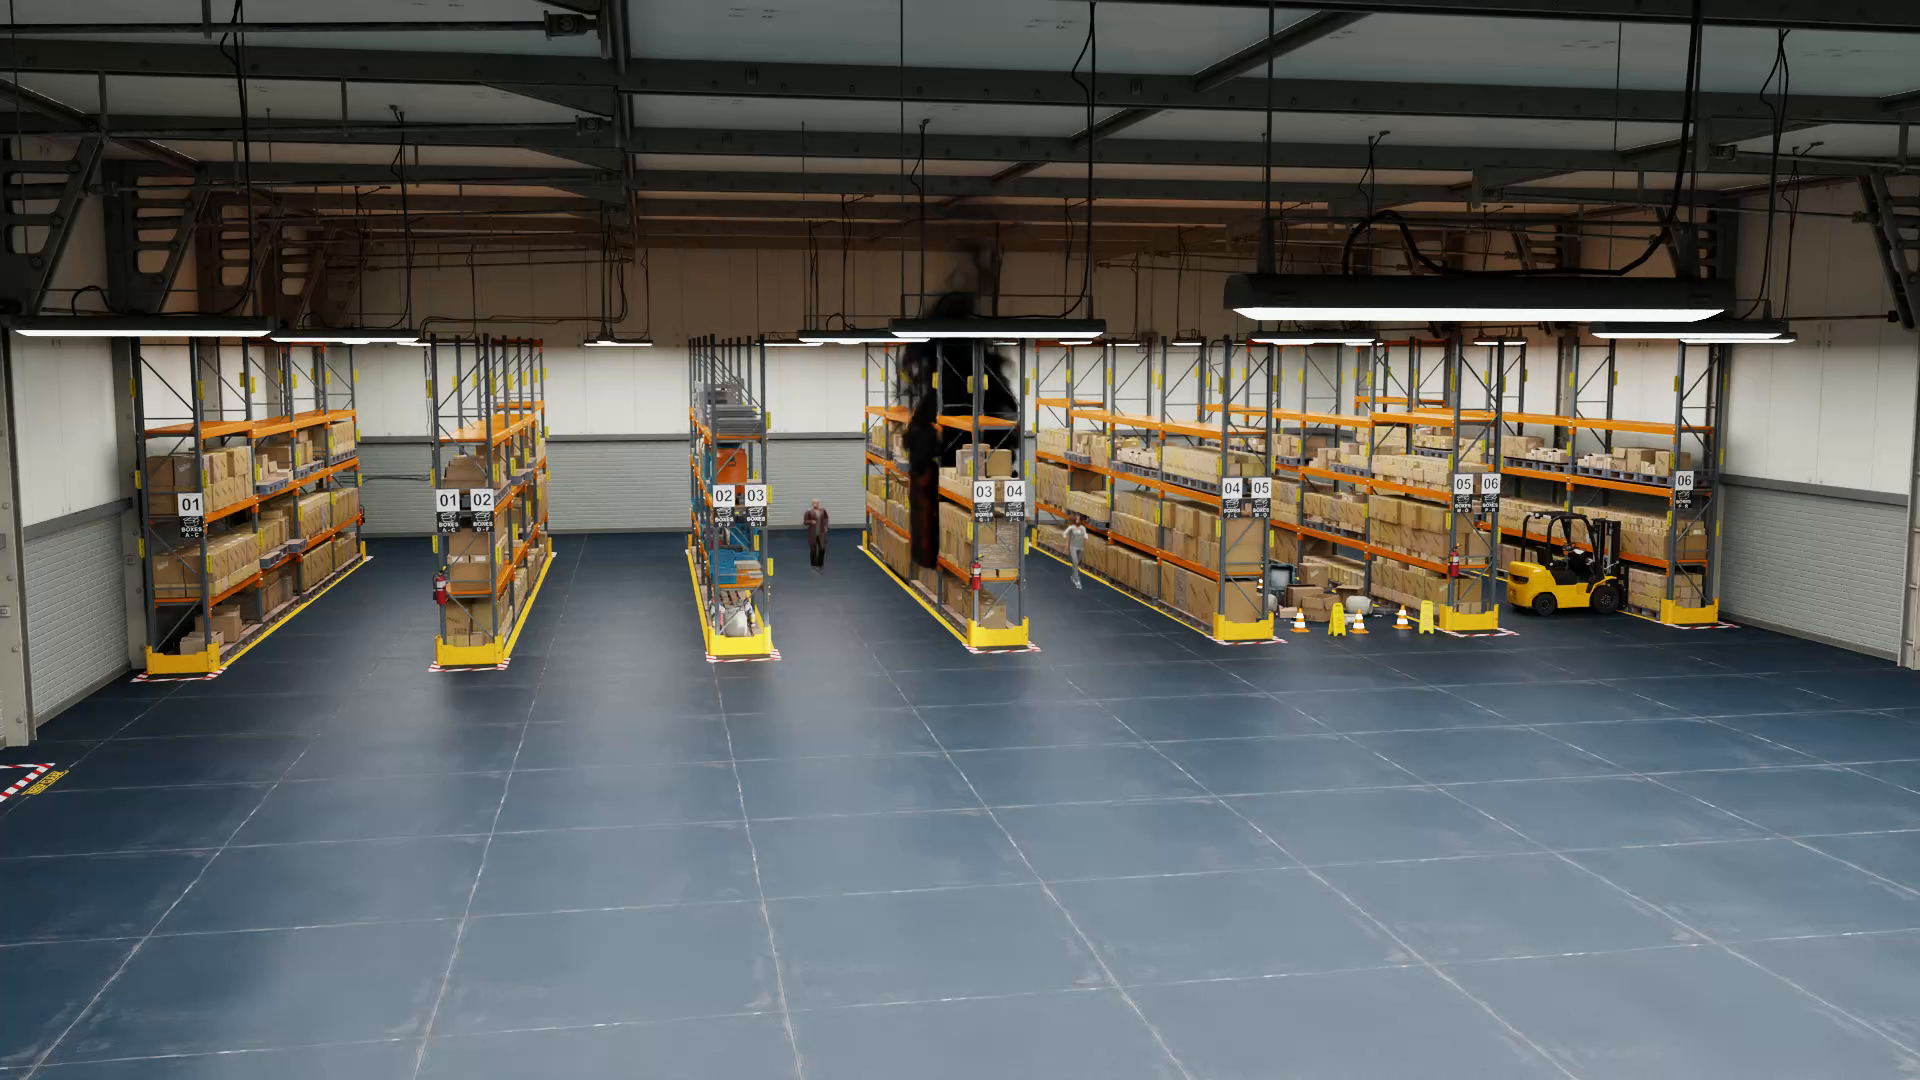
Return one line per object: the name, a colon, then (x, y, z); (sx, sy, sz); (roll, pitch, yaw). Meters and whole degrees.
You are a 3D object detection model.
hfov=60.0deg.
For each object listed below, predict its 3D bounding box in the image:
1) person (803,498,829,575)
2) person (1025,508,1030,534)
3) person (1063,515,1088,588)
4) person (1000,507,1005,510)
person: (-3.495, -0.081, 40.742); (0.688, 1.872, 0.743); (-2, 7, -17)
person: (1.638, -0.274, 45.370); (0.574, 1.704, 0.697); (-1, 7, -10)
person: (2.682, 0.244, 38.231); (0.517, 1.645, 0.729); (-3, 7, -21)
person: (1.333, -0.732, 49.321); (0.516, 1.620, 0.612); (-5, 8, -40)
